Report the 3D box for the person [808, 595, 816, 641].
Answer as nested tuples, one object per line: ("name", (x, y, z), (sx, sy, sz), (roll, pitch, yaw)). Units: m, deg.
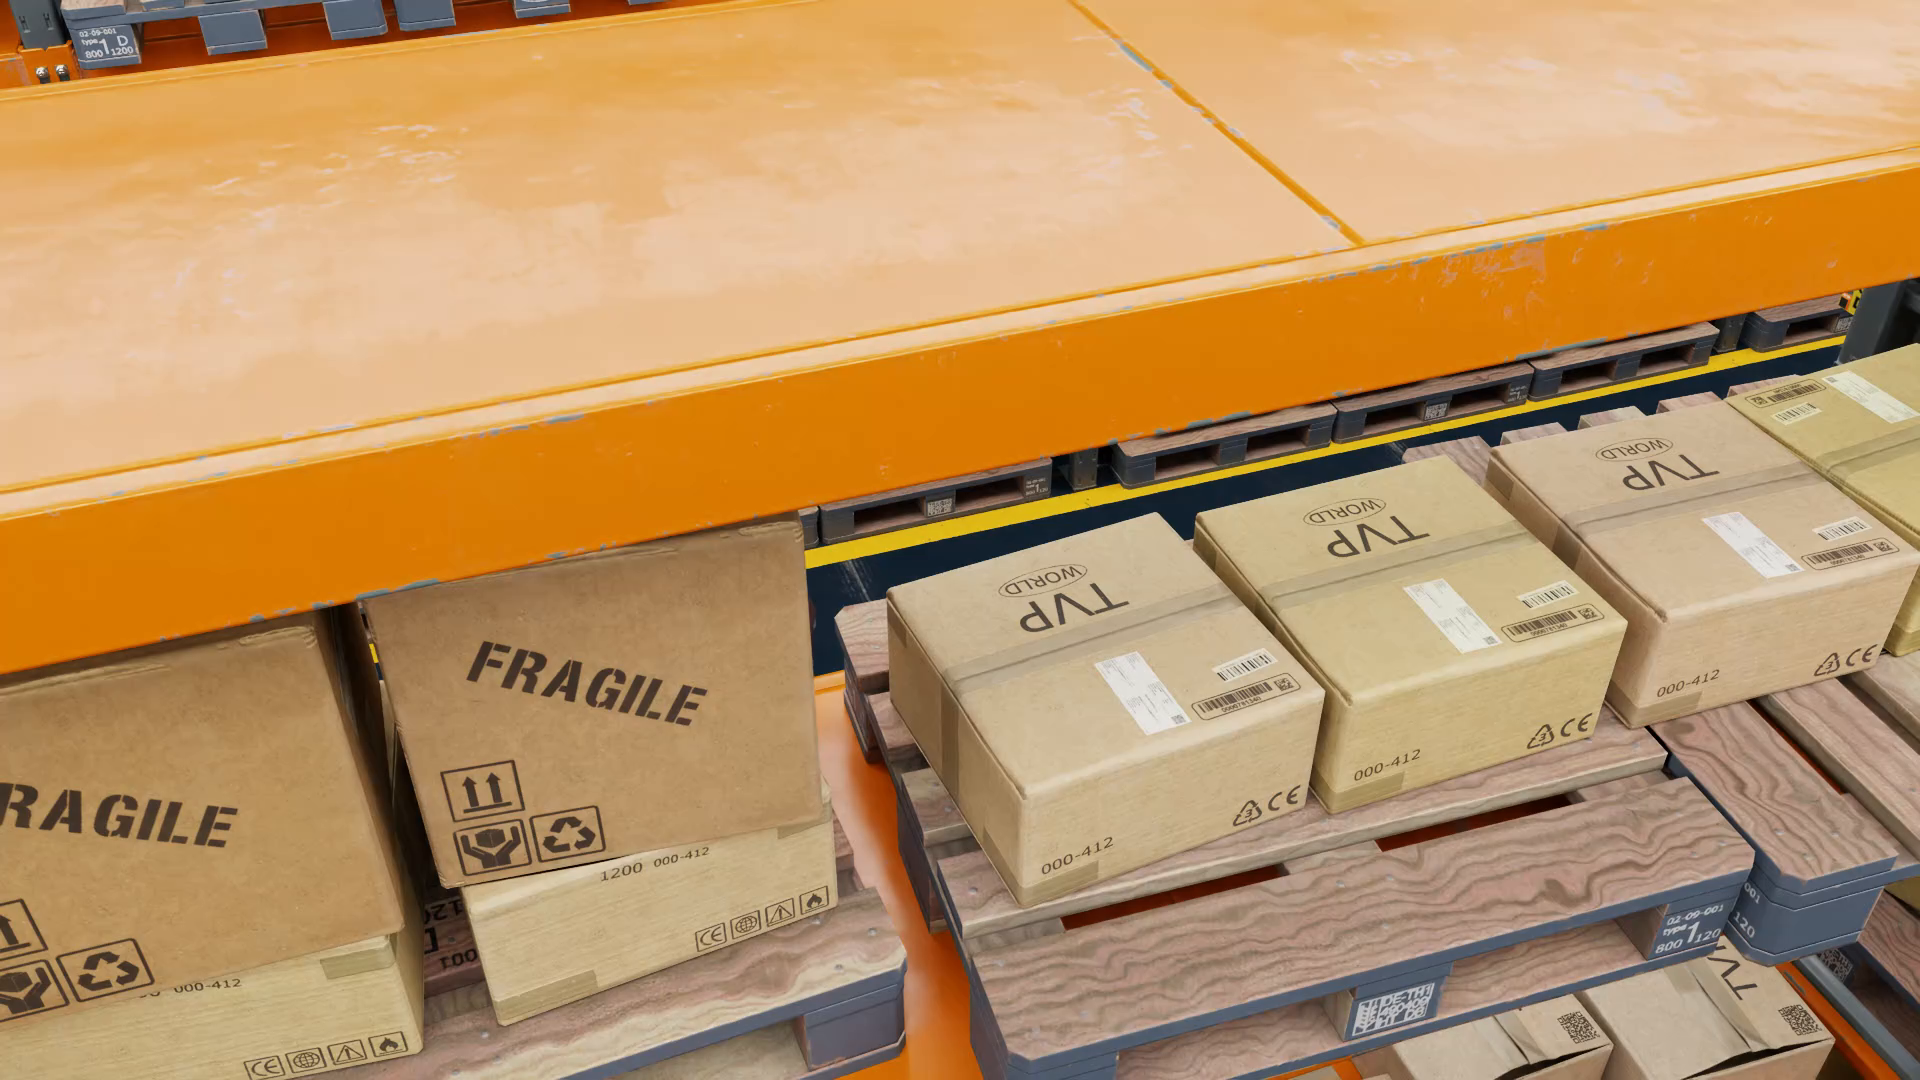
("person", (-1.013, 0.579, 6.488), (0.947, 1.066, 0.583), (-14, 39, -18))
